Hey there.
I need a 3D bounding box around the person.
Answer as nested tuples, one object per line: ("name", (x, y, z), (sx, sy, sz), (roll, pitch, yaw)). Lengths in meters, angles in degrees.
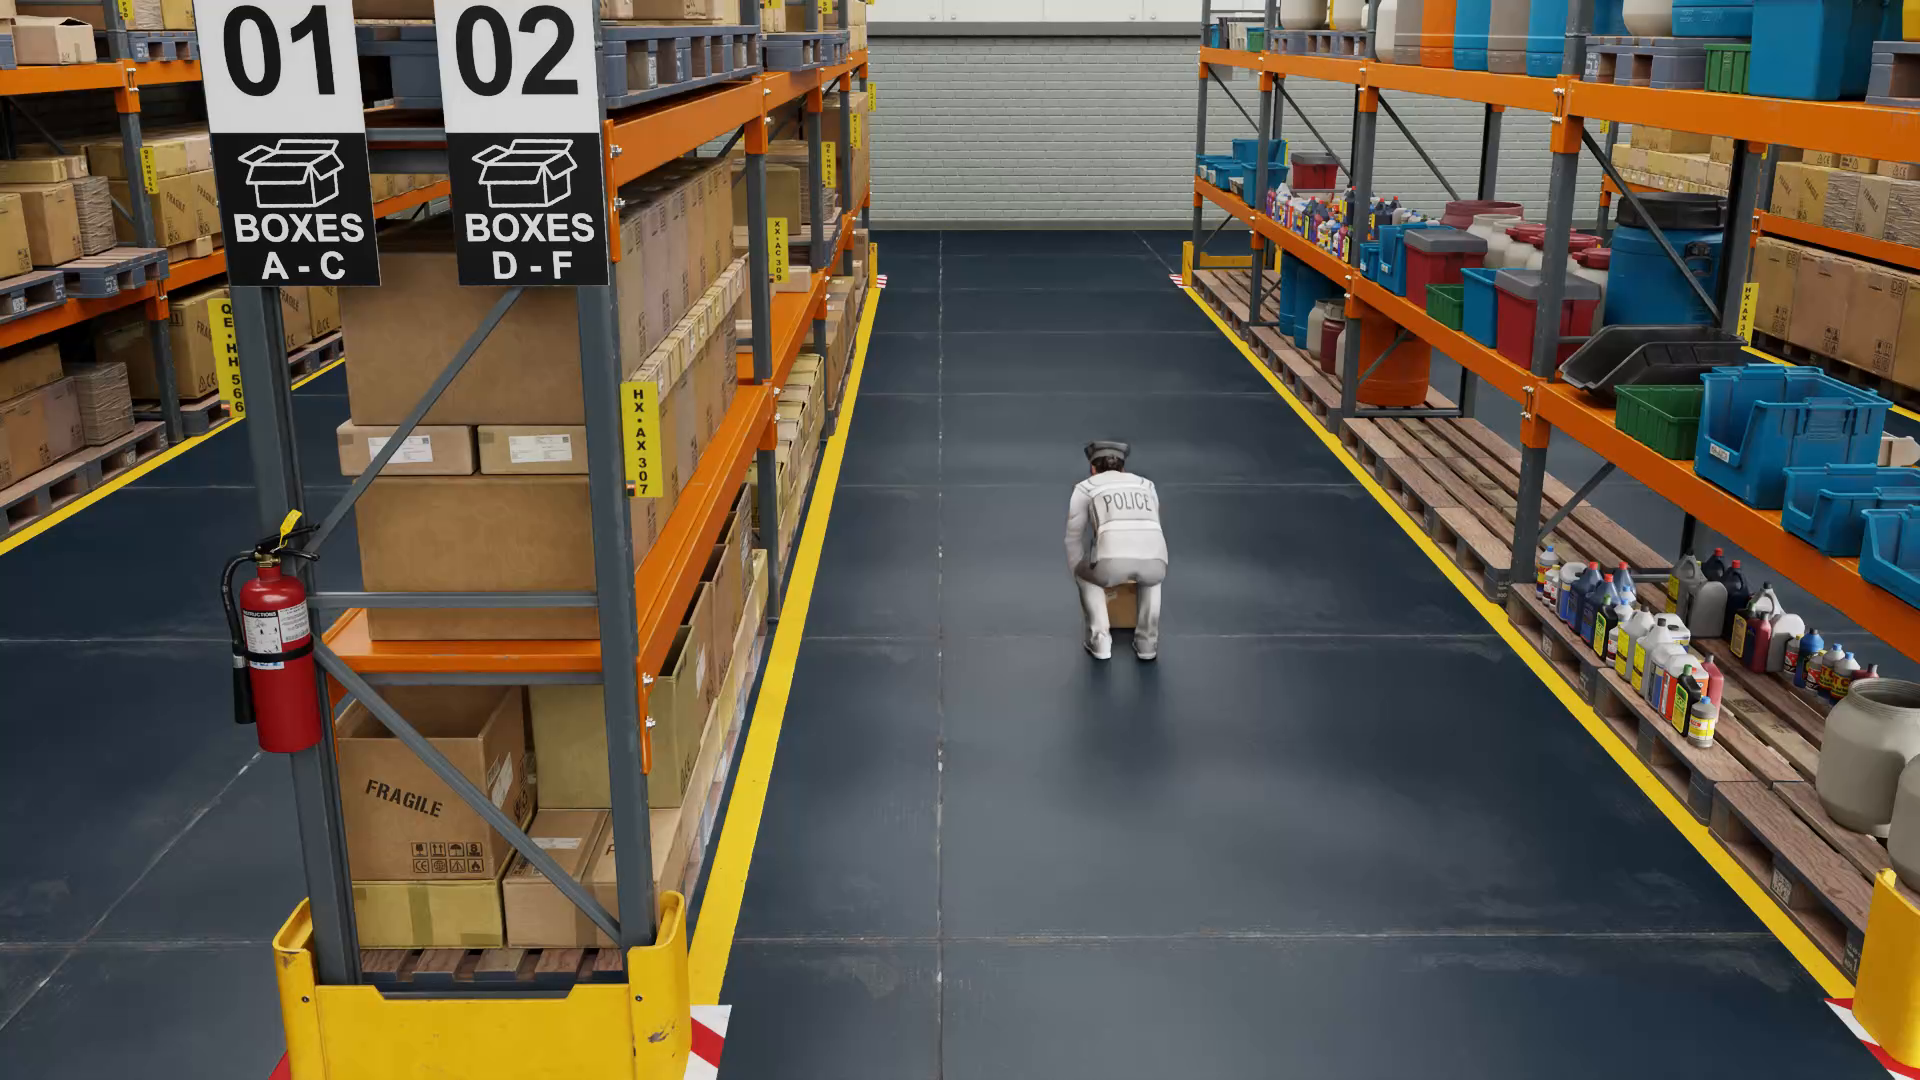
("person", (0.794, 0.050, 8.467), (0.491, 1.028, 0.837), (0, 17, -1))
